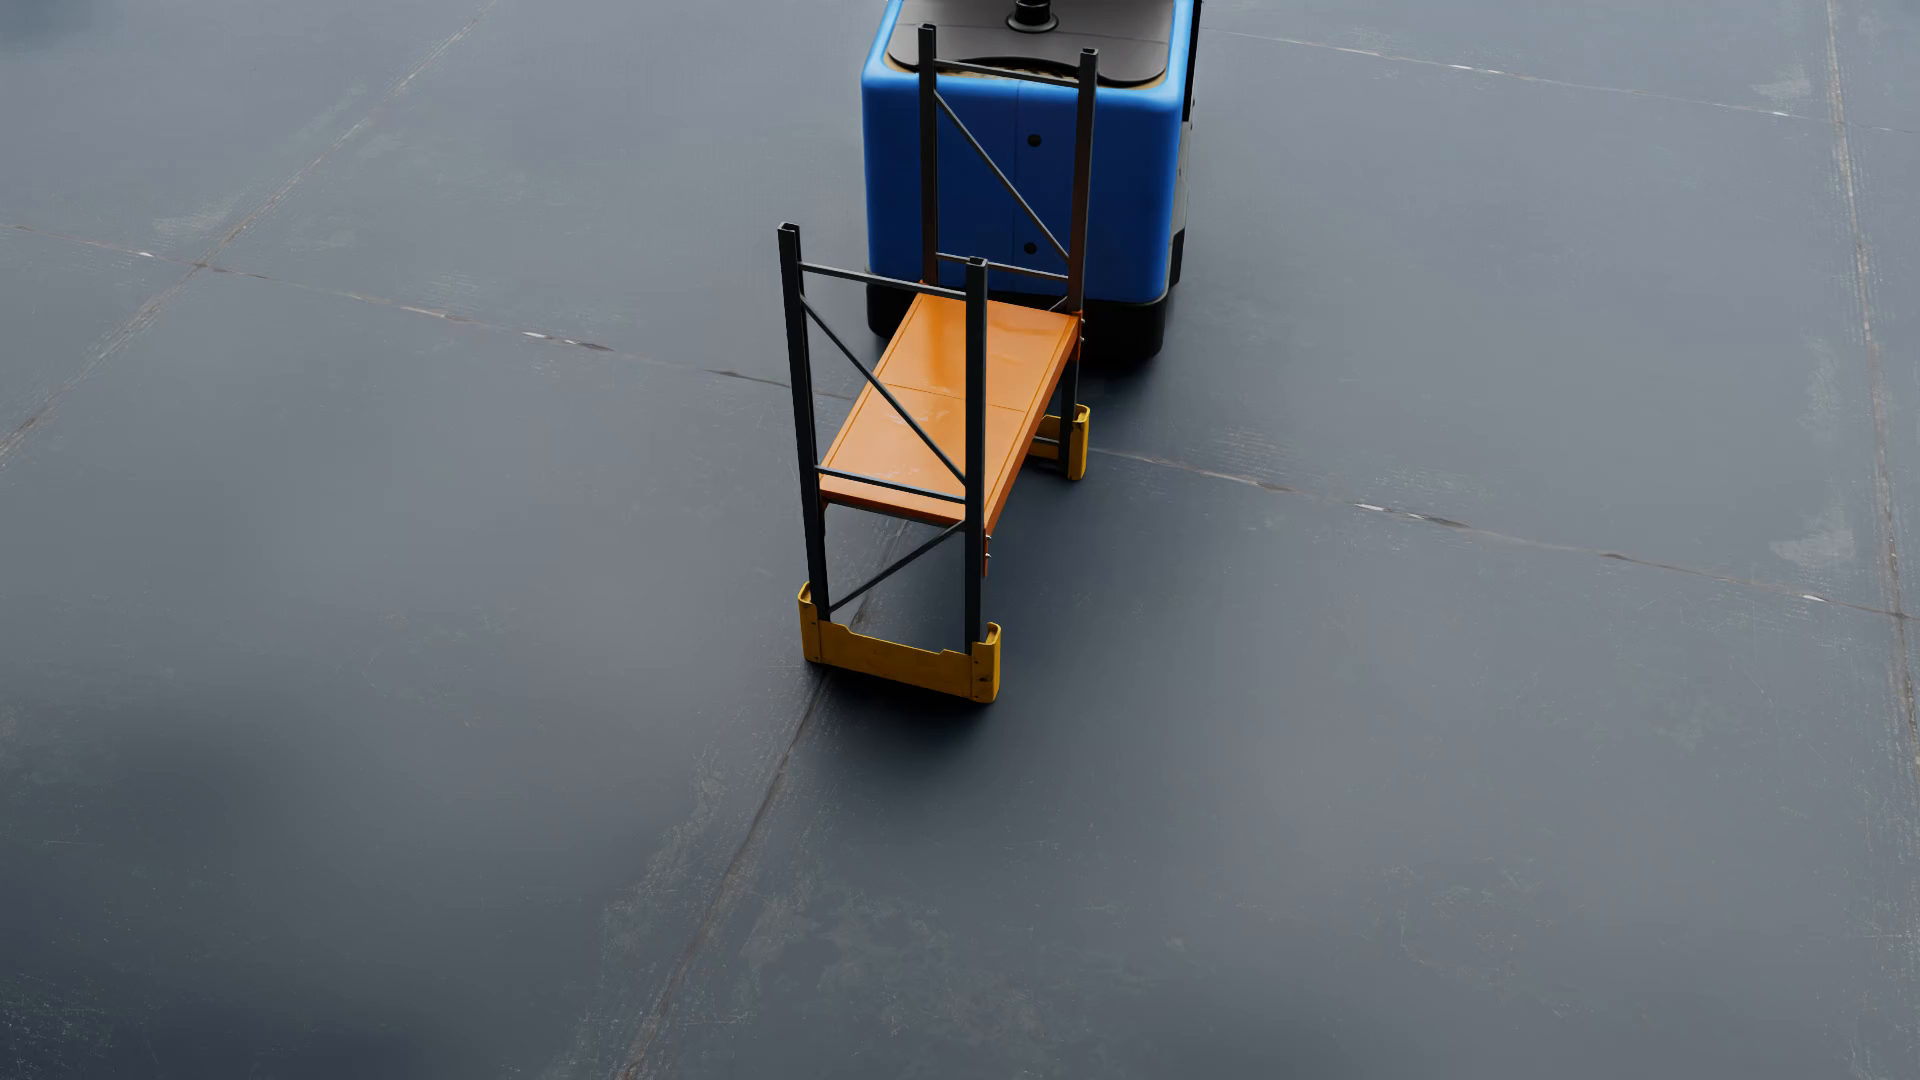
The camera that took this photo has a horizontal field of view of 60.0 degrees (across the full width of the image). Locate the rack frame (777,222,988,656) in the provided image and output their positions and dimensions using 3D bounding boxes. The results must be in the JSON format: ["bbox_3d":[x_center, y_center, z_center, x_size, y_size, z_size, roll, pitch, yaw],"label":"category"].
[{"bbox_3d":[-0.180,-0.140,4.321,0.500,1.500,0.032,13,46,13],"label":"rack frame"}]

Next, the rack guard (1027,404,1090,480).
[{"bbox_3d":[0.128,-0.370,5.450,0.587,0.250,0.087,13,46,13],"label":"rack guard"}]

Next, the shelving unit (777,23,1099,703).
[{"bbox_3d":[-0.023,-0.485,4.674,0.587,1.500,1.083,13,46,13],"label":"shelving unit"}]

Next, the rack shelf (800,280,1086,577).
[{"bbox_3d":[-0.026,-0.351,4.793,0.538,0.185,1.000,13,46,13],"label":"rack shelf"}]

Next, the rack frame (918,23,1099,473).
[{"bbox_3d":[0.128,-0.818,5.014,0.500,1.500,0.032,13,46,13],"label":"rack frame"}]

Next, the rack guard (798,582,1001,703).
[{"bbox_3d":[-0.174,0.293,4.771,0.587,0.250,0.087,13,46,13],"label":"rack guard"}]

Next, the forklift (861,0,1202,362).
[{"bbox_3d":[0.396,-2.707,5.921,1.130,2.935,3.031,6,45,6],"label":"forklift"}]
